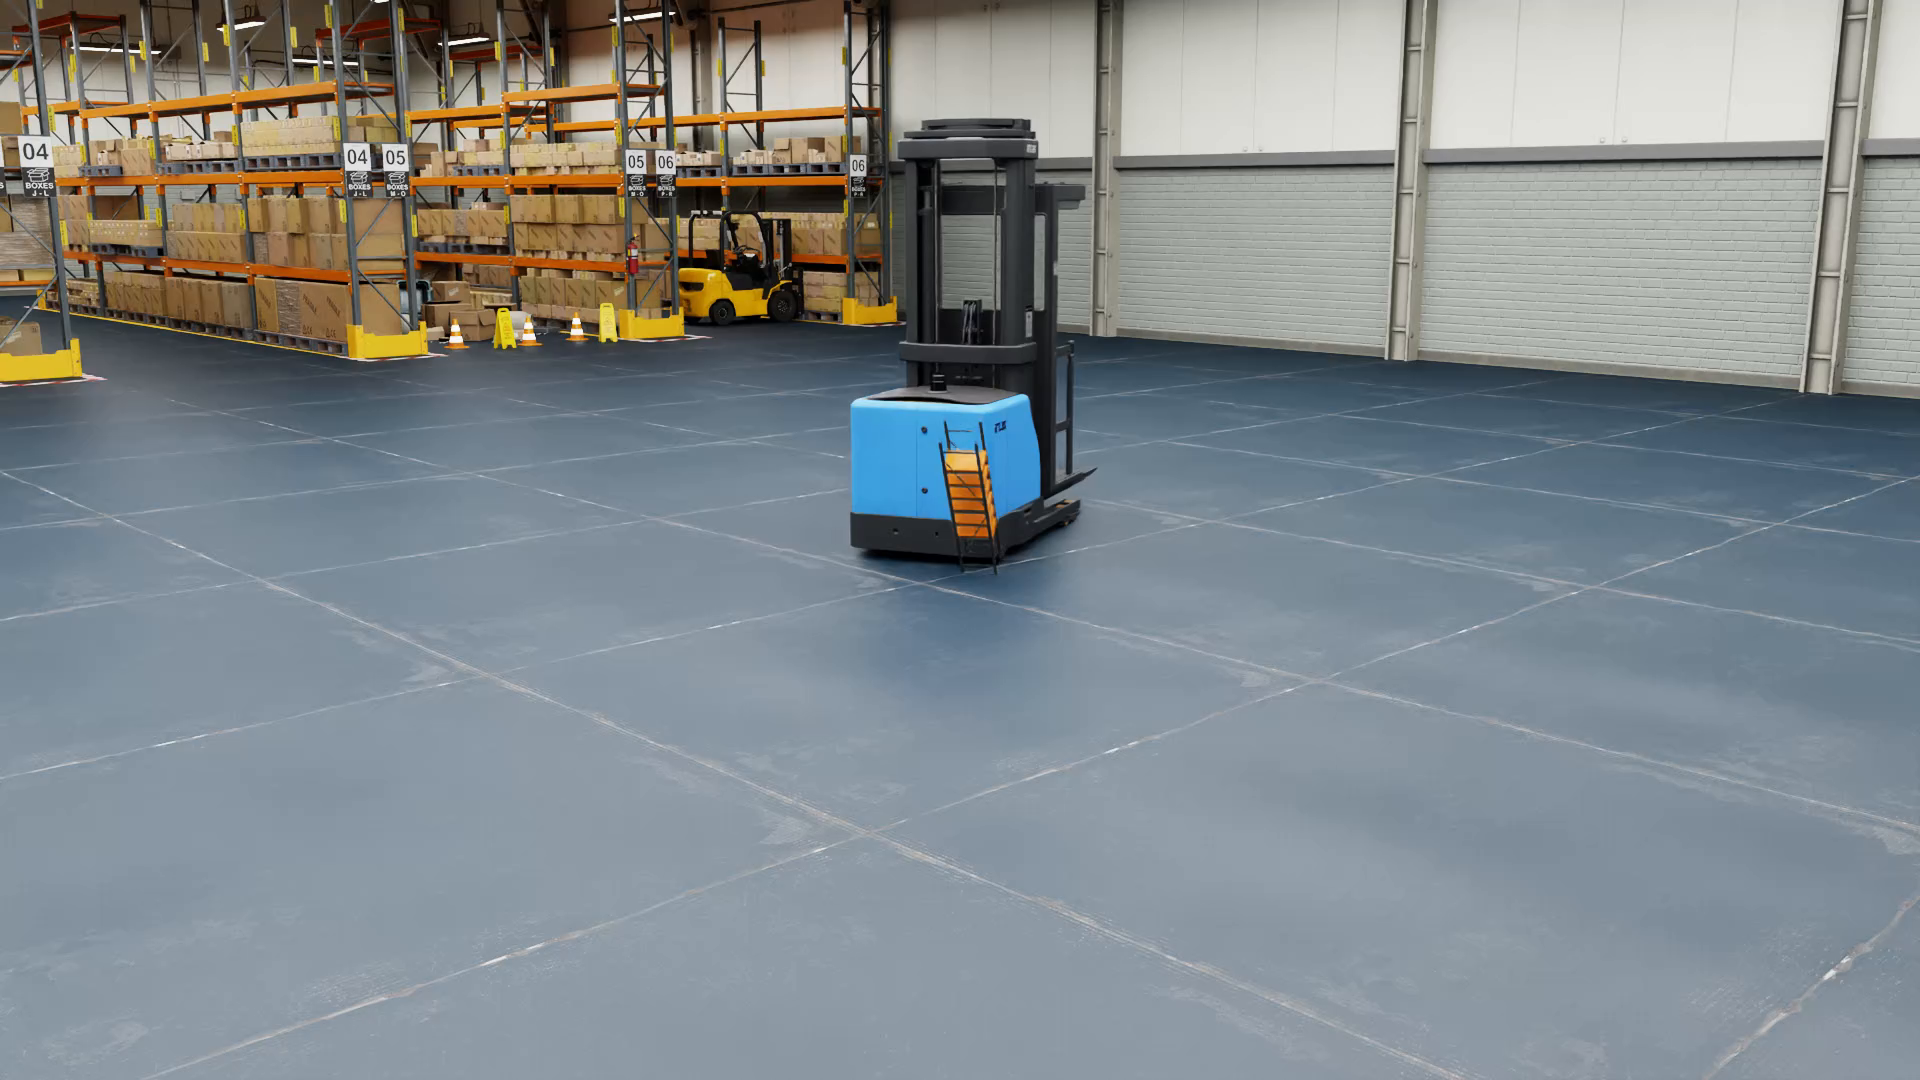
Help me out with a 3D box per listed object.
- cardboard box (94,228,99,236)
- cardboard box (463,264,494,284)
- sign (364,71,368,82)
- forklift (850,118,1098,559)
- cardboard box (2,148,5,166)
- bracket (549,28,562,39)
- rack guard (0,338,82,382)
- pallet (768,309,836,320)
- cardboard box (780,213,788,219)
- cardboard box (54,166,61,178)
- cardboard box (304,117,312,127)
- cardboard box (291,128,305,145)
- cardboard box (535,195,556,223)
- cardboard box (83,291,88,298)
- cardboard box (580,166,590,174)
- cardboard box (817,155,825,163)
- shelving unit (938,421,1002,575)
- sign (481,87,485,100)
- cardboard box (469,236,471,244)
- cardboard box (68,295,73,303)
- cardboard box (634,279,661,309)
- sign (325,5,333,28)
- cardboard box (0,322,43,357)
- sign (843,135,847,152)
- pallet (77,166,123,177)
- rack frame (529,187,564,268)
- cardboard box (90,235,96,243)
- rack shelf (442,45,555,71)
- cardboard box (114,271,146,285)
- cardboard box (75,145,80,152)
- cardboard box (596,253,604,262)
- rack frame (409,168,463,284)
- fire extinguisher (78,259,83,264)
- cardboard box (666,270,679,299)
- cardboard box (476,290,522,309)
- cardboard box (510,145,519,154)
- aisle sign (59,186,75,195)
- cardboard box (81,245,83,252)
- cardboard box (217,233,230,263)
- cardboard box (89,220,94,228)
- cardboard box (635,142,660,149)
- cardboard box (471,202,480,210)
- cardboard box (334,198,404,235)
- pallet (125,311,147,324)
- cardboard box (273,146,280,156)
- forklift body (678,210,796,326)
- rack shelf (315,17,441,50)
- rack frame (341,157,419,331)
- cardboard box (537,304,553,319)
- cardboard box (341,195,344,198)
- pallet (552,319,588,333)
[{"bbox_3d":[-17.039,-6.152,33.183,0.380,0.149,0.250,-11,16,-44],"label":"cardboard box"},{"bbox_3d":[-12.470,-6.944,43.328,0.637,0.503,0.797,11,16,43],"label":"cardboard box"},{"bbox_3d":[-13.265,-10.299,37.090,0.100,0.325,0.005,-11,16,-43],"label":"sign"},{"bbox_3d":[0.265,-1.564,12.240,1.130,2.935,3.031,5,12,21],"label":"forklift"},{"bbox_3d":[-13.046,-5.086,22.101,0.500,0.250,0.500,-10,16,-41],"label":"cardboard box"},{"bbox_3d":[-9.861,-12.298,40.382,0.235,0.232,0.430,-11,16,-43],"label":"bracket"},{"bbox_3d":[-12.582,-2.442,22.525,1.175,0.500,0.348,-11,16,-43],"label":"rack guard"},{"bbox_3d":[-3.171,-4.646,33.940,1.003,0.211,1.213,-11,16,-43],"label":"pallet"},{"bbox_3d":[-3.399,-6.526,33.560,0.380,0.149,0.250,-11,16,-42],"label":"cardboard box"},{"bbox_3d":[-18.722,-7.733,34.953,0.500,0.250,0.500,-11,16,-43],"label":"cardboard box"},{"bbox_3d":[-9.879,-6.436,25.643,0.380,0.149,0.250,-11,16,-42],"label":"cardboard box"},{"bbox_3d":[-10.103,-6.307,26.001,0.500,0.250,0.500,-11,16,-43],"label":"cardboard box"},{"bbox_3d":[-7.313,-6.055,30.405,0.700,0.500,0.500,-11,16,-44],"label":"cardboard box"},{"bbox_3d":[-18.000,-5.114,34.587,0.250,0.149,0.380,11,16,43],"label":"cardboard box"},{"bbox_3d":[-6.498,-6.547,29.442,0.380,0.149,0.250,-11,16,-43],"label":"cardboard box"},{"bbox_3d":[-2.566,-7.408,32.333,0.250,0.149,0.380,11,16,44],"label":"cardboard box"},{"bbox_3d":[0.071,-0.249,10.452,0.258,1.200,0.189,2,49,11],"label":"shelving unit"},{"bbox_3d":[-12.408,-11.611,43.261,0.100,0.325,0.005,-11,16,-43],"label":"sign"},{"bbox_3d":[-9.481,-5.943,32.904,0.250,0.149,0.380,11,16,43],"label":"cardboard box"},{"bbox_3d":[-18.923,-5.168,35.586,0.250,0.149,0.380,11,16,42],"label":"cardboard box"},{"bbox_3d":[-5.736,-4.422,29.856,0.500,0.500,0.500,11,16,43],"label":"cardboard box"},{"bbox_3d":[-9.274,-7.693,24.437,0.100,0.325,0.005,-11,16,-43],"label":"sign"},{"bbox_3d":[-12.948,-2.730,22.882,0.500,0.500,0.500,-7,14,-32],"label":"cardboard box"},{"bbox_3d":[-2.176,-7.519,31.540,0.100,0.325,0.005,-11,16,-43],"label":"sign"},{"bbox_3d":[-16.810,-7.355,33.209,1.213,0.211,1.003,-11,16,-43],"label":"pallet"},{"bbox_3d":[-10.061,-7.480,40.782,1.000,3.000,0.127,-11,16,-43],"label":"rack frame"},{"bbox_3d":[-17.220,-6.044,33.395,0.250,0.149,0.380,11,16,42],"label":"cardboard box"},{"bbox_3d":[-11.443,-11.985,41.331,1.077,0.370,4.000,-11,16,-43],"label":"rack shelf"},{"bbox_3d":[-16.470,-5.209,33.059,0.500,0.250,0.500,-10,16,-41],"label":"cardboard box"},{"bbox_3d":[-17.763,-7.963,33.842,0.380,0.149,0.250,-10,16,-41],"label":"cardboard box"},{"bbox_3d":[-6.192,-5.000,29.368,0.380,0.149,0.250,-11,16,-44],"label":"cardboard box"},{"bbox_3d":[-10.887,-6.204,34.589,1.000,3.000,0.127,-11,16,-43],"label":"rack frame"},{"bbox_3d":[-19.762,-6.547,37.372,0.296,0.674,0.183,-11,16,-43],"label":"fire extinguisher"},{"bbox_3d":[-5.956,-5.653,36.760,0.625,0.625,0.875,11,16,43],"label":"cardboard box"},{"bbox_3d":[-8.987,-4.719,32.855,0.950,0.372,0.625,-10,15,-39],"label":"cardboard box"},{"bbox_3d":[-8.143,-7.265,30.953,0.380,0.149,0.250,-11,16,-44],"label":"cardboard box"},{"bbox_3d":[-19.755,-7.992,36.828,0.394,0.787,0.004,-11,16,-43],"label":"aisle sign"},{"bbox_3d":[-18.052,-6.086,34.639,0.250,0.149,0.380,11,16,44],"label":"cardboard box"},{"bbox_3d":[-12.537,-5.077,28.872,0.500,0.500,0.500,-11,16,-43],"label":"cardboard box"},{"bbox_3d":[-17.220,-6.335,33.335,0.380,0.149,0.250,-10,15,-40],"label":"cardboard box"},{"bbox_3d":[-5.460,-6.853,28.954,0.380,0.149,0.250,-11,16,-43],"label":"cardboard box"},{"bbox_3d":[-9.298,-6.509,32.439,0.250,0.149,0.380,11,16,43],"label":"cardboard box"},{"bbox_3d":[-9.100,-4.993,25.667,0.875,0.550,0.550,-11,16,-43],"label":"cardboard box"},{"bbox_3d":[-15.774,-4.426,32.869,1.003,0.211,1.213,-11,16,-43],"label":"pallet"},{"bbox_3d":[-10.748,-6.230,26.617,0.380,0.149,0.250,-11,16,-43],"label":"cardboard box"},{"bbox_3d":[-4.403,-5.335,32.477,2.313,2.155,1.214,-11,16,-43],"label":"forklift body"},{"bbox_3d":[-12.268,-10.709,35.137,1.077,0.370,4.000,-11,16,-43],"label":"rack shelf"},{"bbox_3d":[-8.872,-4.332,25.502,1.000,3.000,0.127,-11,16,-43],"label":"rack frame"},{"bbox_3d":[-7.535,-4.279,31.019,0.500,0.250,0.500,-10,15,-39],"label":"cardboard box"},{"bbox_3d":[-13.868,-7.761,37.816,0.380,0.149,0.250,-11,16,-42],"label":"cardboard box"},{"bbox_3d":[-6.788,-3.983,30.720,1.003,0.211,1.213,-11,16,-43],"label":"pallet"}]
